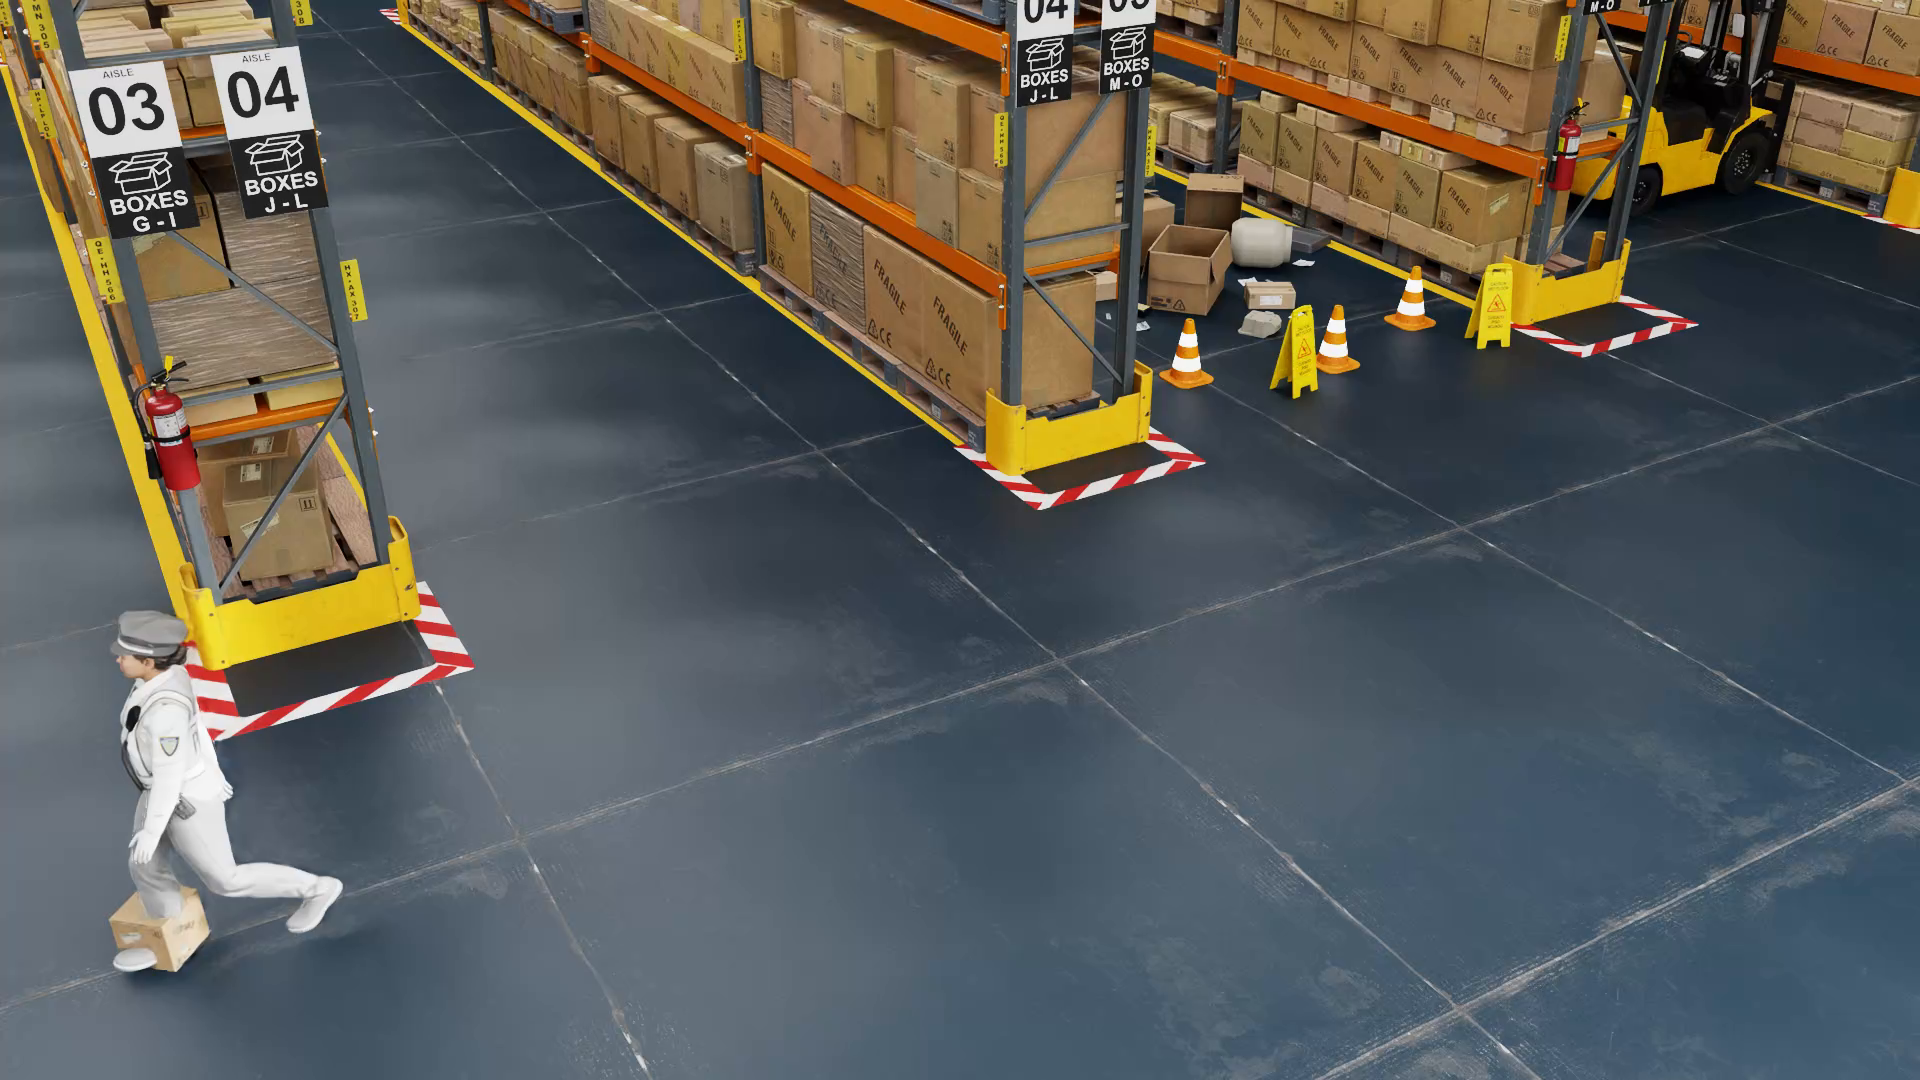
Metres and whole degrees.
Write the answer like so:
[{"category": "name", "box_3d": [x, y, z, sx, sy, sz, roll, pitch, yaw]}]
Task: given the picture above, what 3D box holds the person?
[{"category": "person", "box_3d": [-3.102, 1.010, 6.692, 0.902, 1.643, 0.485, -16, 33, -26]}]
